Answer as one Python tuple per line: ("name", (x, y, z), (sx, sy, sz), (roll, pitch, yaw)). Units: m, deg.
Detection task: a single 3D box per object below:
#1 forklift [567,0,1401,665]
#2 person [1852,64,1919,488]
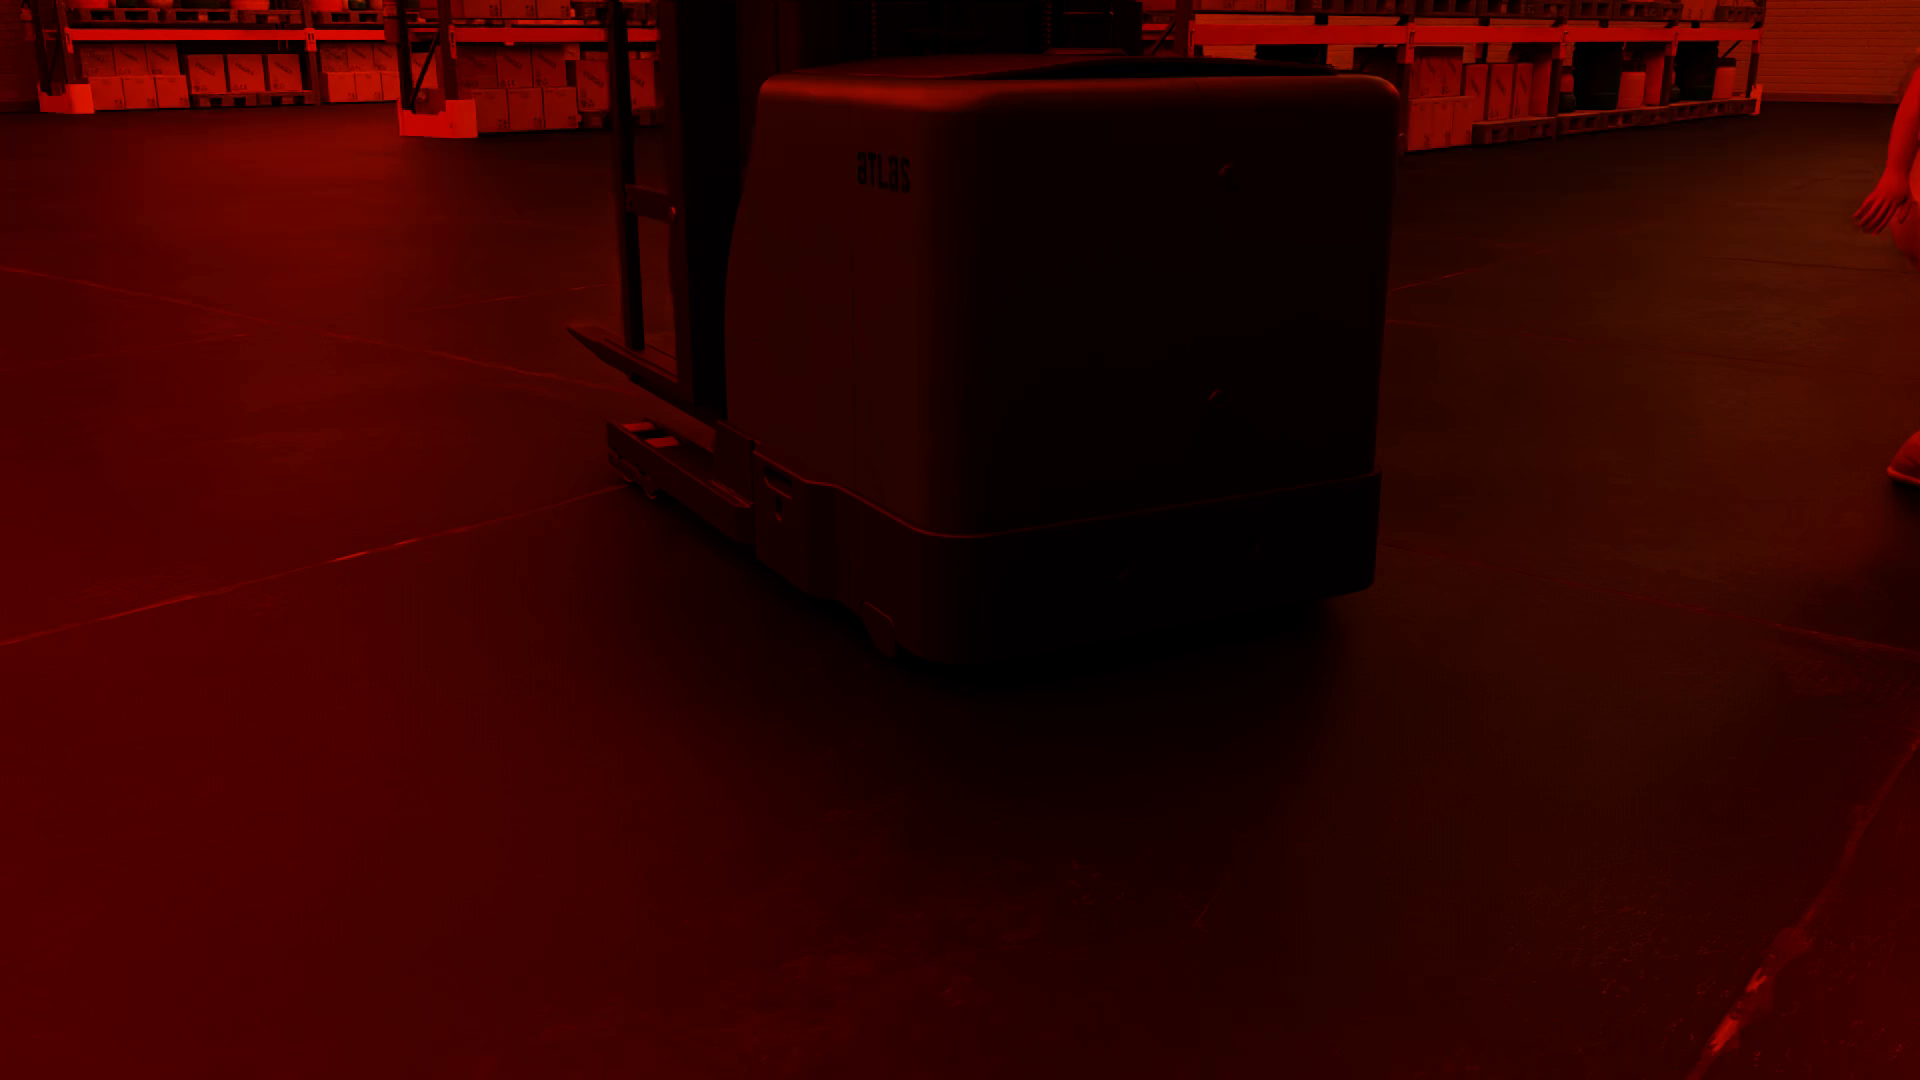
("forklift", (-0.288, -1.559, 4.031), (1.130, 2.935, 3.031), (-9, 19, -27))
("person", (2.603, -0.759, 3.941), (0.704, 1.487, 0.748), (-16, 23, -42))
